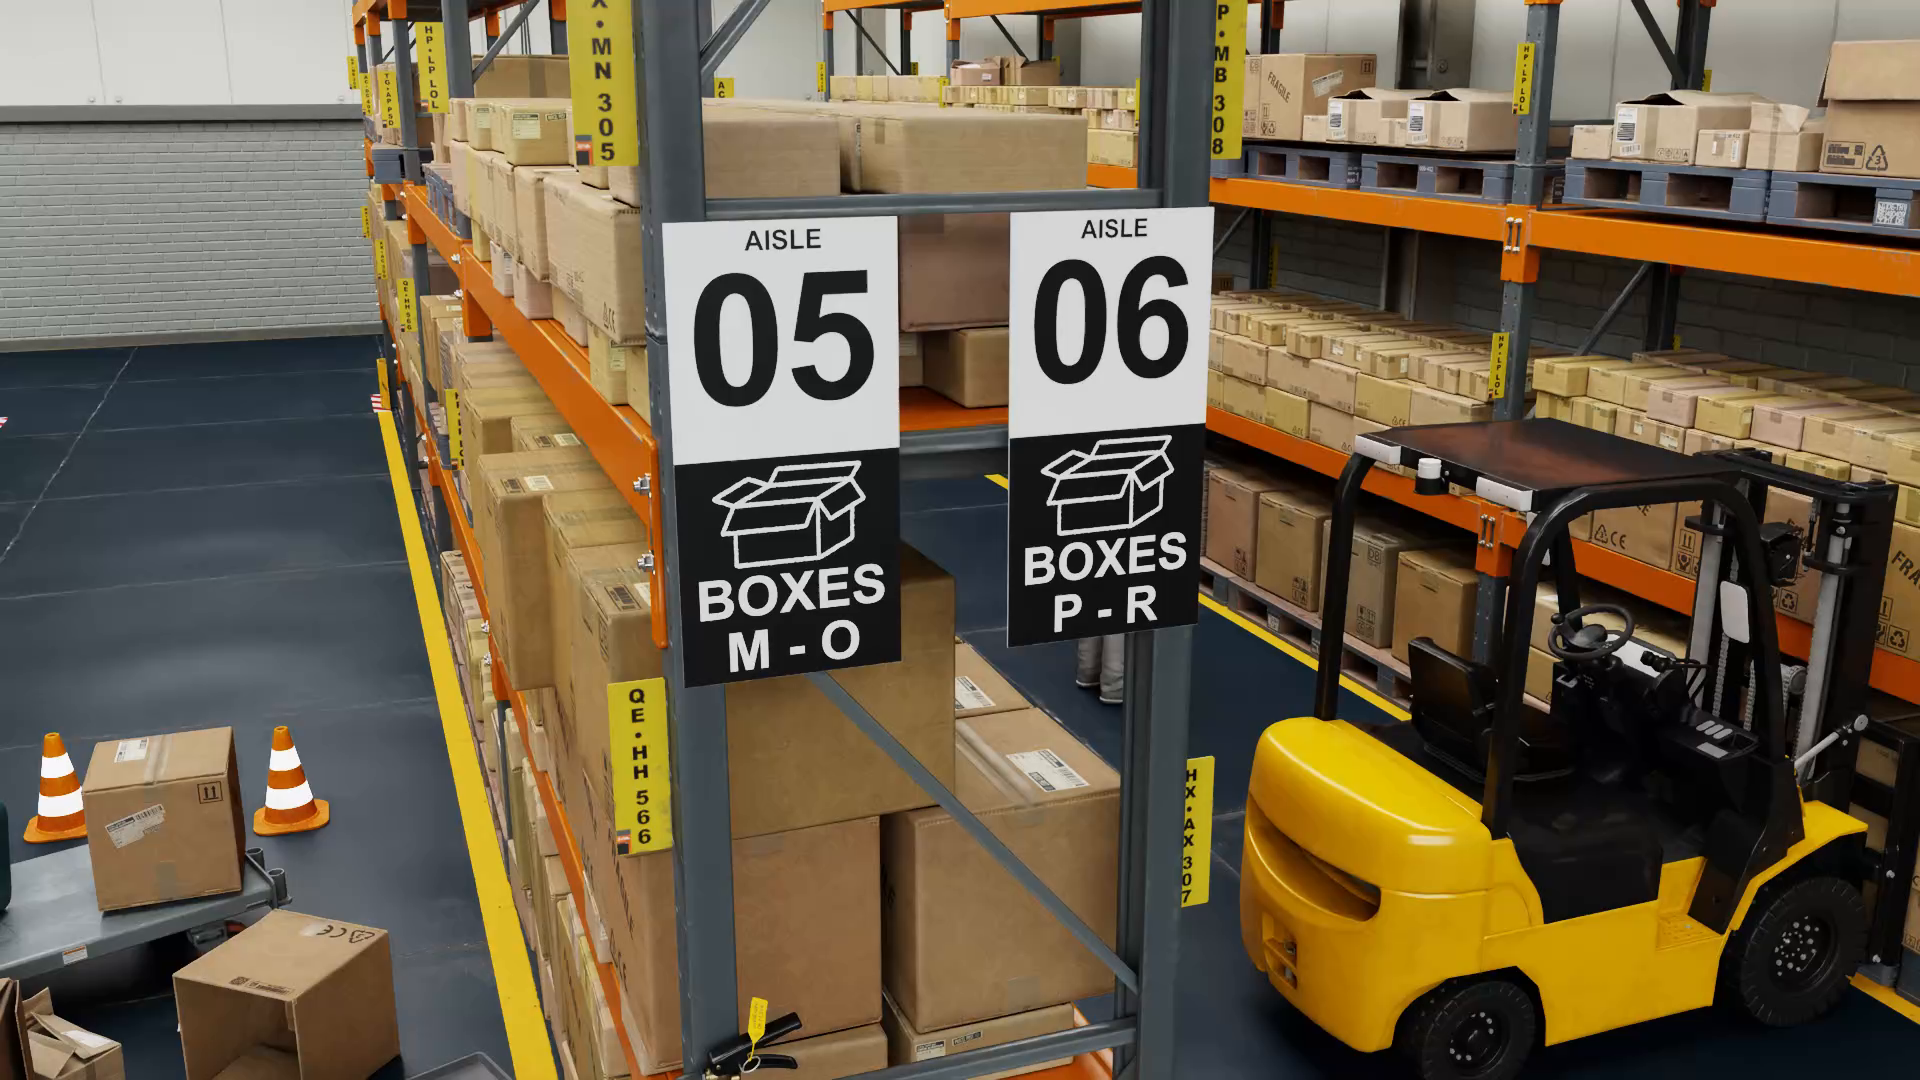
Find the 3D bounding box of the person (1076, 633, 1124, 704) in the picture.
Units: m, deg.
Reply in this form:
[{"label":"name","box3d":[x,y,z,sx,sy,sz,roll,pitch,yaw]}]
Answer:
[{"label":"person","box3d":[0.830,0.033,9.387,0.434,1.750,0.568,-6,17,-22]}]
